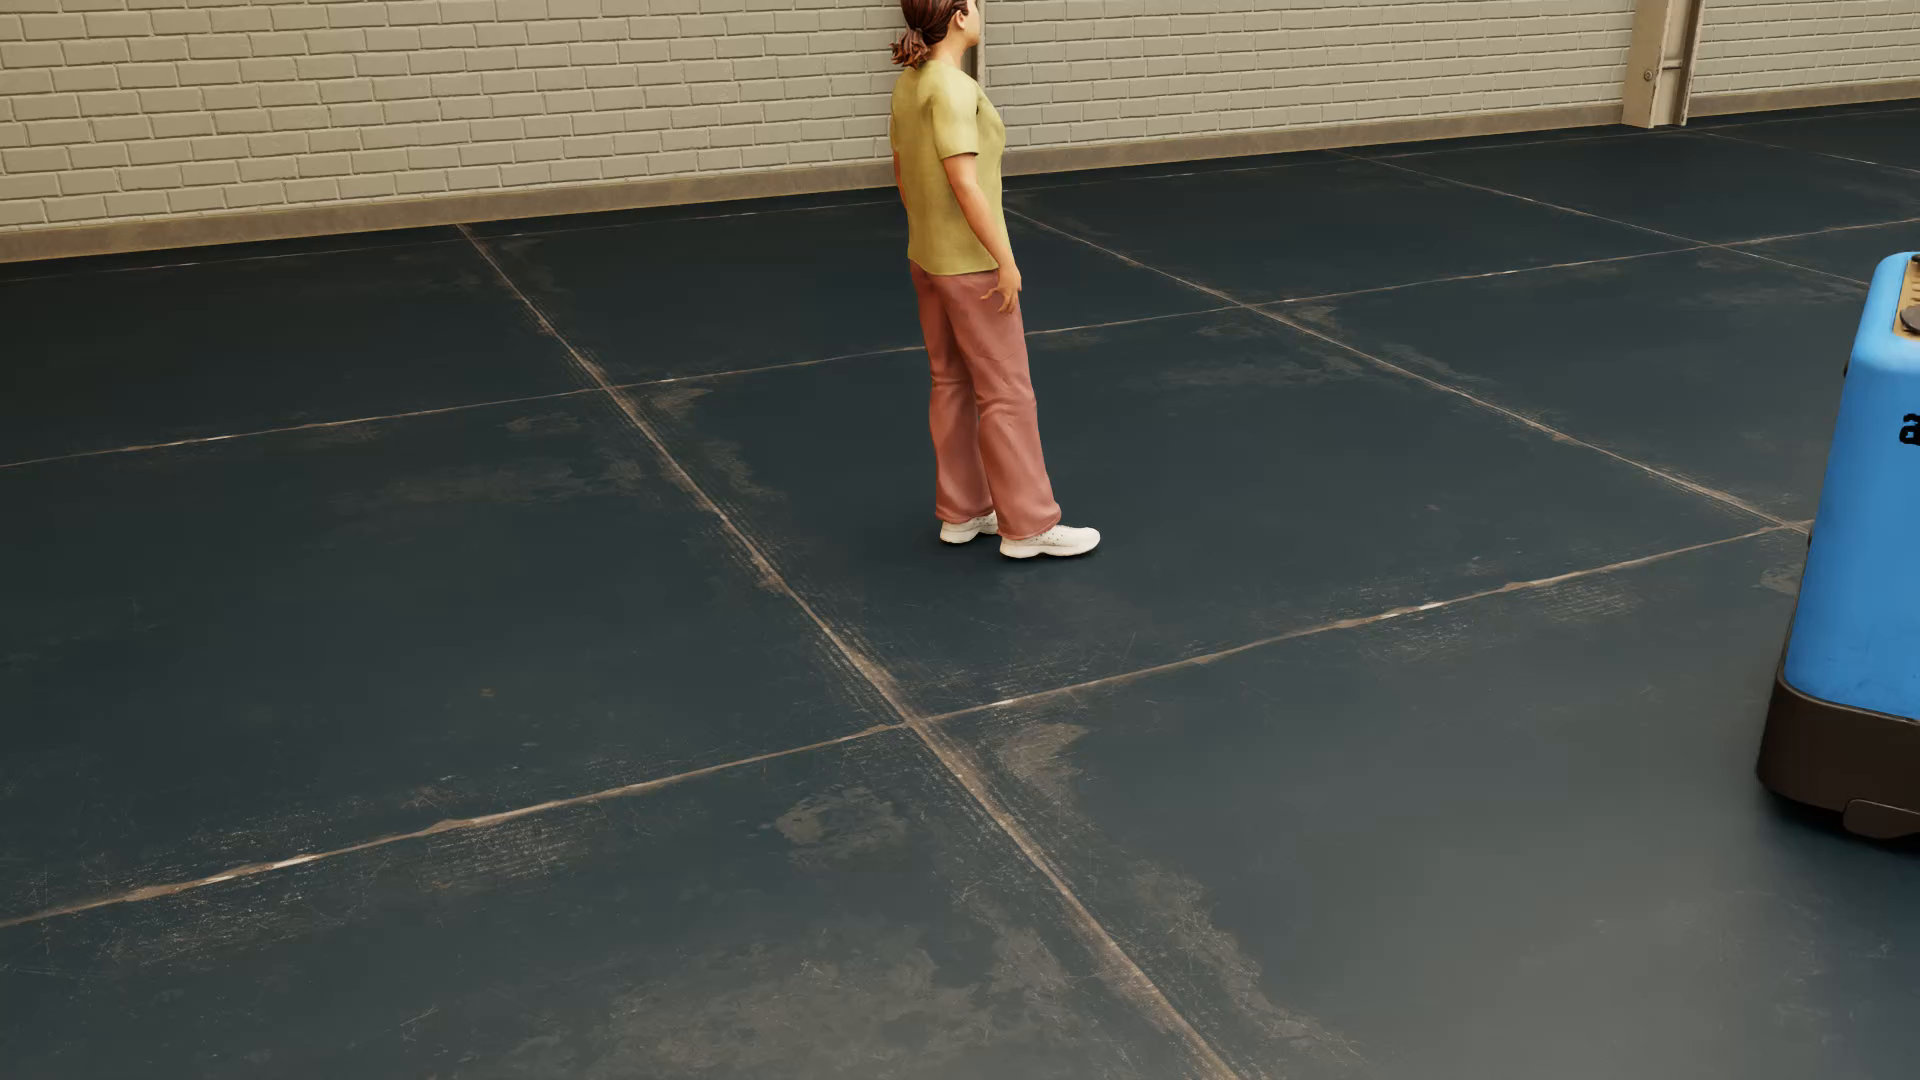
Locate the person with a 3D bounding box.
[{"bbox_3d":[0.071,-0.788,4.802,0.549,1.675,0.555,-10,25,-23],"label":"person"}]

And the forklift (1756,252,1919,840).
[{"bbox_3d":[3.291,-0.628,2.797,3.031,2.935,1.130,12,26,27],"label":"forklift"}]
